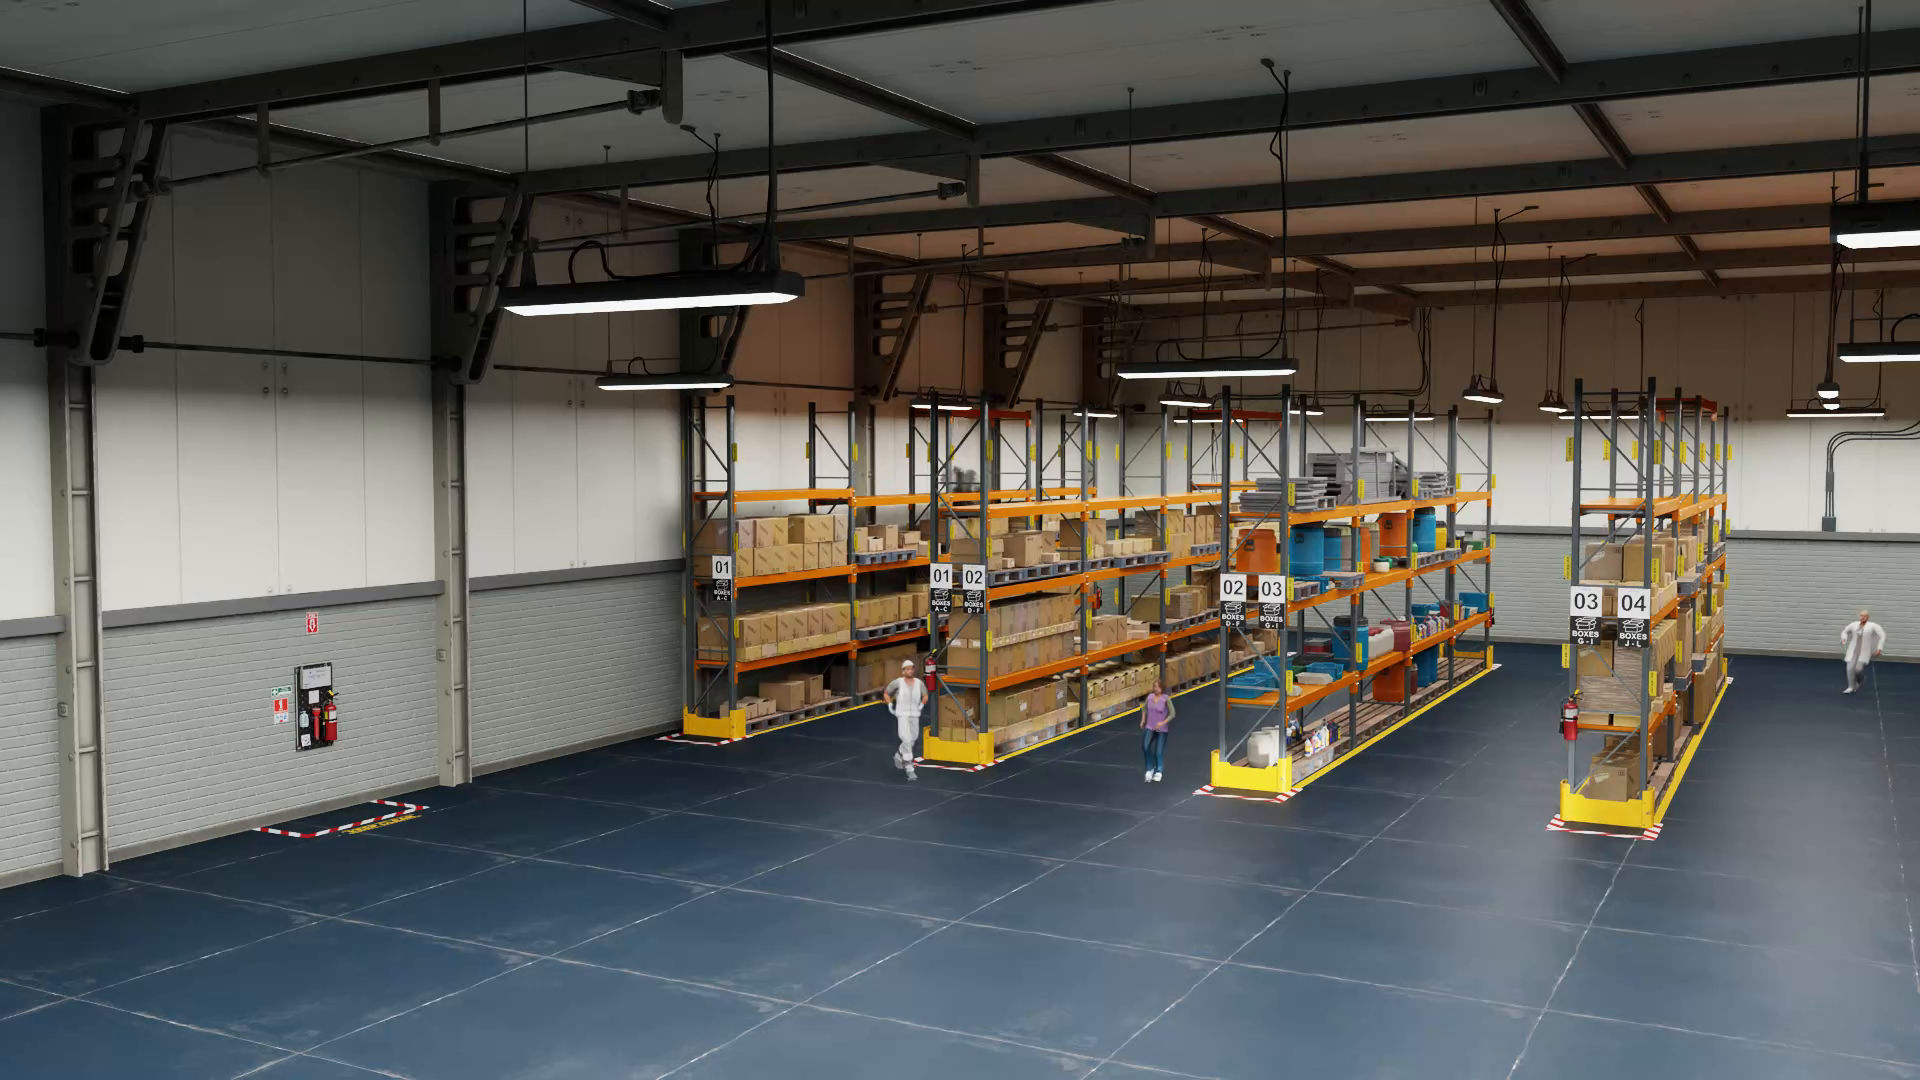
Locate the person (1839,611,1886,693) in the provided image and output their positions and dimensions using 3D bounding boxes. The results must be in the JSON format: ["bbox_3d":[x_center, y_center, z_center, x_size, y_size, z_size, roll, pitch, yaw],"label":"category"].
[{"bbox_3d":[18.666,2.328,34.431,0.844,1.729,0.633,3,4,44],"label":"person"}]

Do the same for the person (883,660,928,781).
[{"bbox_3d":[-0.803,2.764,25.725,0.708,1.813,0.868,-1,3,-22],"label":"person"}]

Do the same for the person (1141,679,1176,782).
[{"bbox_3d":[2.991,2.895,25.250,0.581,1.572,0.550,1,3,25],"label":"person"}]
